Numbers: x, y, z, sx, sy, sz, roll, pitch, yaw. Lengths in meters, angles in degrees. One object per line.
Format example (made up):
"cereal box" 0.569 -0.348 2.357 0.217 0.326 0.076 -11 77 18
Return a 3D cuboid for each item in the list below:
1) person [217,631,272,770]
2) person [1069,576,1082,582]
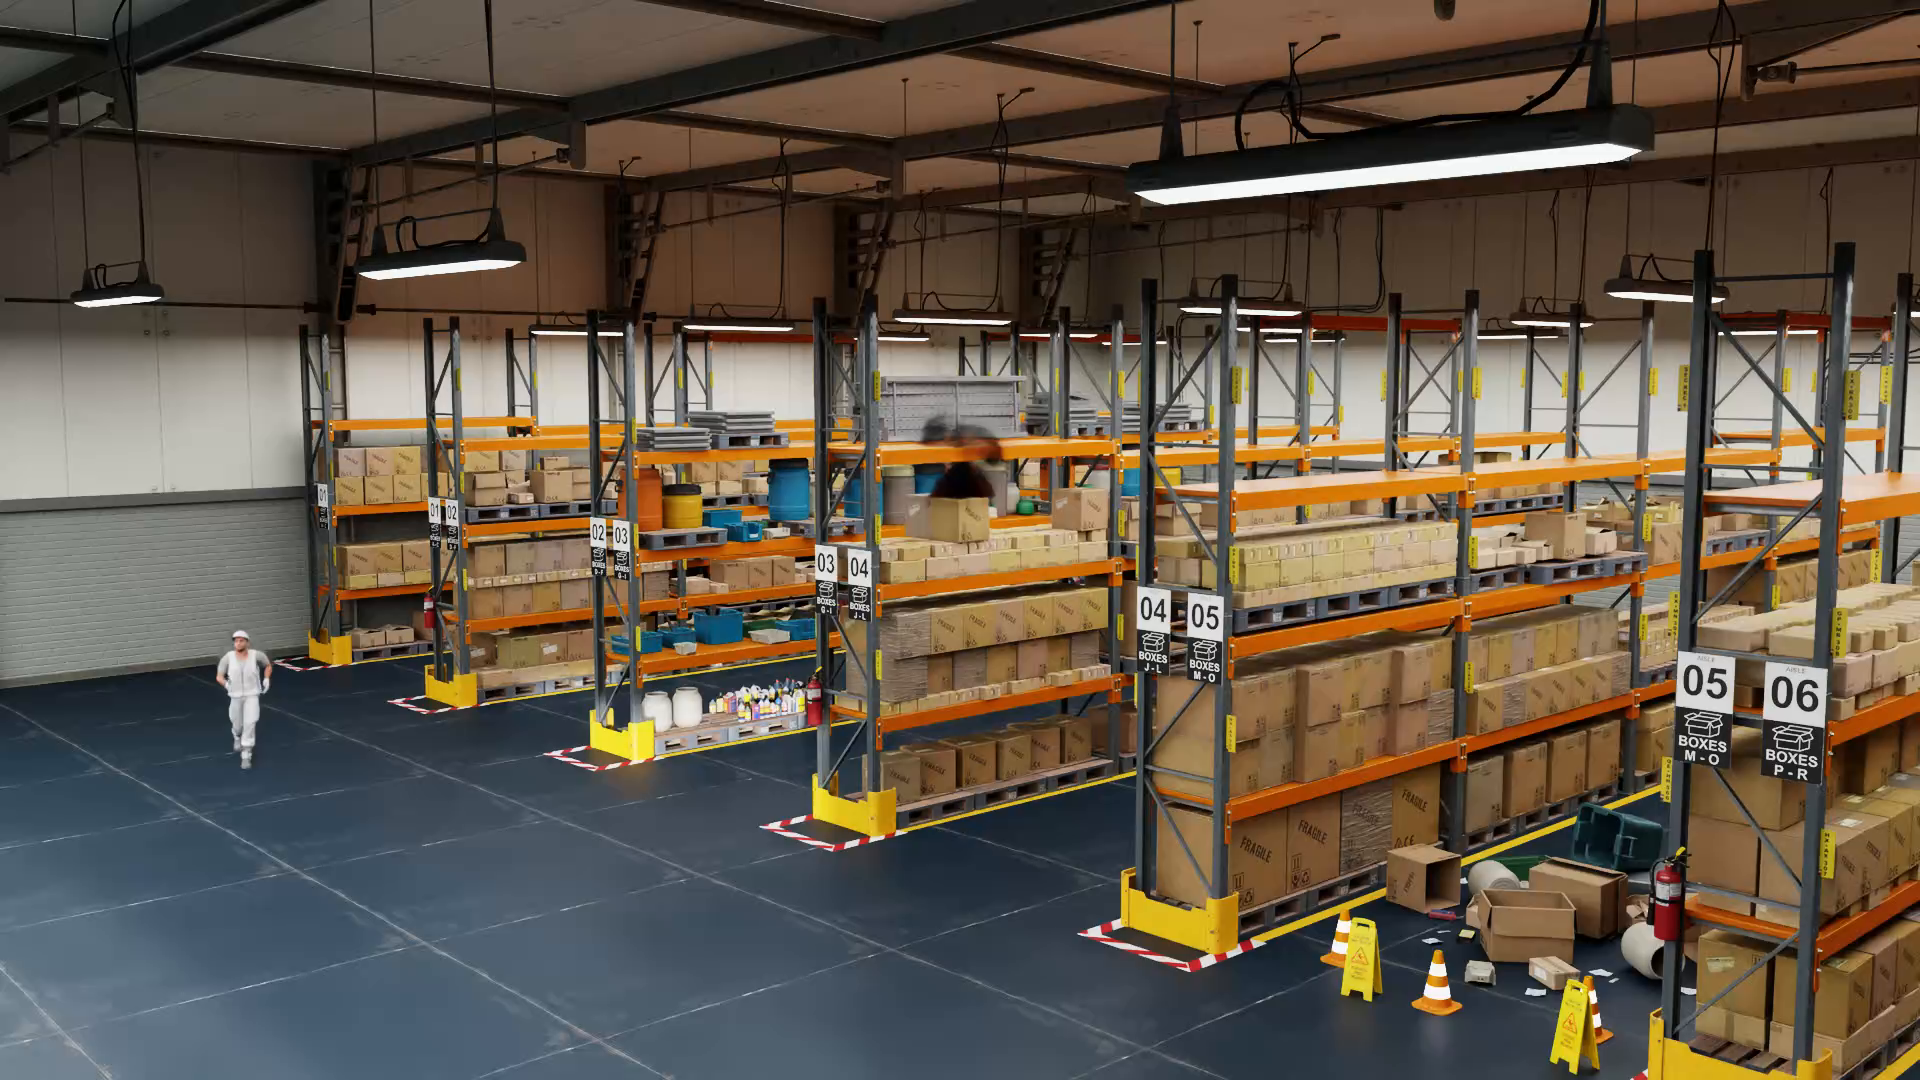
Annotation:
"person" -9.438 2.070 21.958 0.667 1.784 0.946 -2 6 -17
"person" 1.925 1.130 30.902 0.934 1.802 0.673 -5 8 -42
